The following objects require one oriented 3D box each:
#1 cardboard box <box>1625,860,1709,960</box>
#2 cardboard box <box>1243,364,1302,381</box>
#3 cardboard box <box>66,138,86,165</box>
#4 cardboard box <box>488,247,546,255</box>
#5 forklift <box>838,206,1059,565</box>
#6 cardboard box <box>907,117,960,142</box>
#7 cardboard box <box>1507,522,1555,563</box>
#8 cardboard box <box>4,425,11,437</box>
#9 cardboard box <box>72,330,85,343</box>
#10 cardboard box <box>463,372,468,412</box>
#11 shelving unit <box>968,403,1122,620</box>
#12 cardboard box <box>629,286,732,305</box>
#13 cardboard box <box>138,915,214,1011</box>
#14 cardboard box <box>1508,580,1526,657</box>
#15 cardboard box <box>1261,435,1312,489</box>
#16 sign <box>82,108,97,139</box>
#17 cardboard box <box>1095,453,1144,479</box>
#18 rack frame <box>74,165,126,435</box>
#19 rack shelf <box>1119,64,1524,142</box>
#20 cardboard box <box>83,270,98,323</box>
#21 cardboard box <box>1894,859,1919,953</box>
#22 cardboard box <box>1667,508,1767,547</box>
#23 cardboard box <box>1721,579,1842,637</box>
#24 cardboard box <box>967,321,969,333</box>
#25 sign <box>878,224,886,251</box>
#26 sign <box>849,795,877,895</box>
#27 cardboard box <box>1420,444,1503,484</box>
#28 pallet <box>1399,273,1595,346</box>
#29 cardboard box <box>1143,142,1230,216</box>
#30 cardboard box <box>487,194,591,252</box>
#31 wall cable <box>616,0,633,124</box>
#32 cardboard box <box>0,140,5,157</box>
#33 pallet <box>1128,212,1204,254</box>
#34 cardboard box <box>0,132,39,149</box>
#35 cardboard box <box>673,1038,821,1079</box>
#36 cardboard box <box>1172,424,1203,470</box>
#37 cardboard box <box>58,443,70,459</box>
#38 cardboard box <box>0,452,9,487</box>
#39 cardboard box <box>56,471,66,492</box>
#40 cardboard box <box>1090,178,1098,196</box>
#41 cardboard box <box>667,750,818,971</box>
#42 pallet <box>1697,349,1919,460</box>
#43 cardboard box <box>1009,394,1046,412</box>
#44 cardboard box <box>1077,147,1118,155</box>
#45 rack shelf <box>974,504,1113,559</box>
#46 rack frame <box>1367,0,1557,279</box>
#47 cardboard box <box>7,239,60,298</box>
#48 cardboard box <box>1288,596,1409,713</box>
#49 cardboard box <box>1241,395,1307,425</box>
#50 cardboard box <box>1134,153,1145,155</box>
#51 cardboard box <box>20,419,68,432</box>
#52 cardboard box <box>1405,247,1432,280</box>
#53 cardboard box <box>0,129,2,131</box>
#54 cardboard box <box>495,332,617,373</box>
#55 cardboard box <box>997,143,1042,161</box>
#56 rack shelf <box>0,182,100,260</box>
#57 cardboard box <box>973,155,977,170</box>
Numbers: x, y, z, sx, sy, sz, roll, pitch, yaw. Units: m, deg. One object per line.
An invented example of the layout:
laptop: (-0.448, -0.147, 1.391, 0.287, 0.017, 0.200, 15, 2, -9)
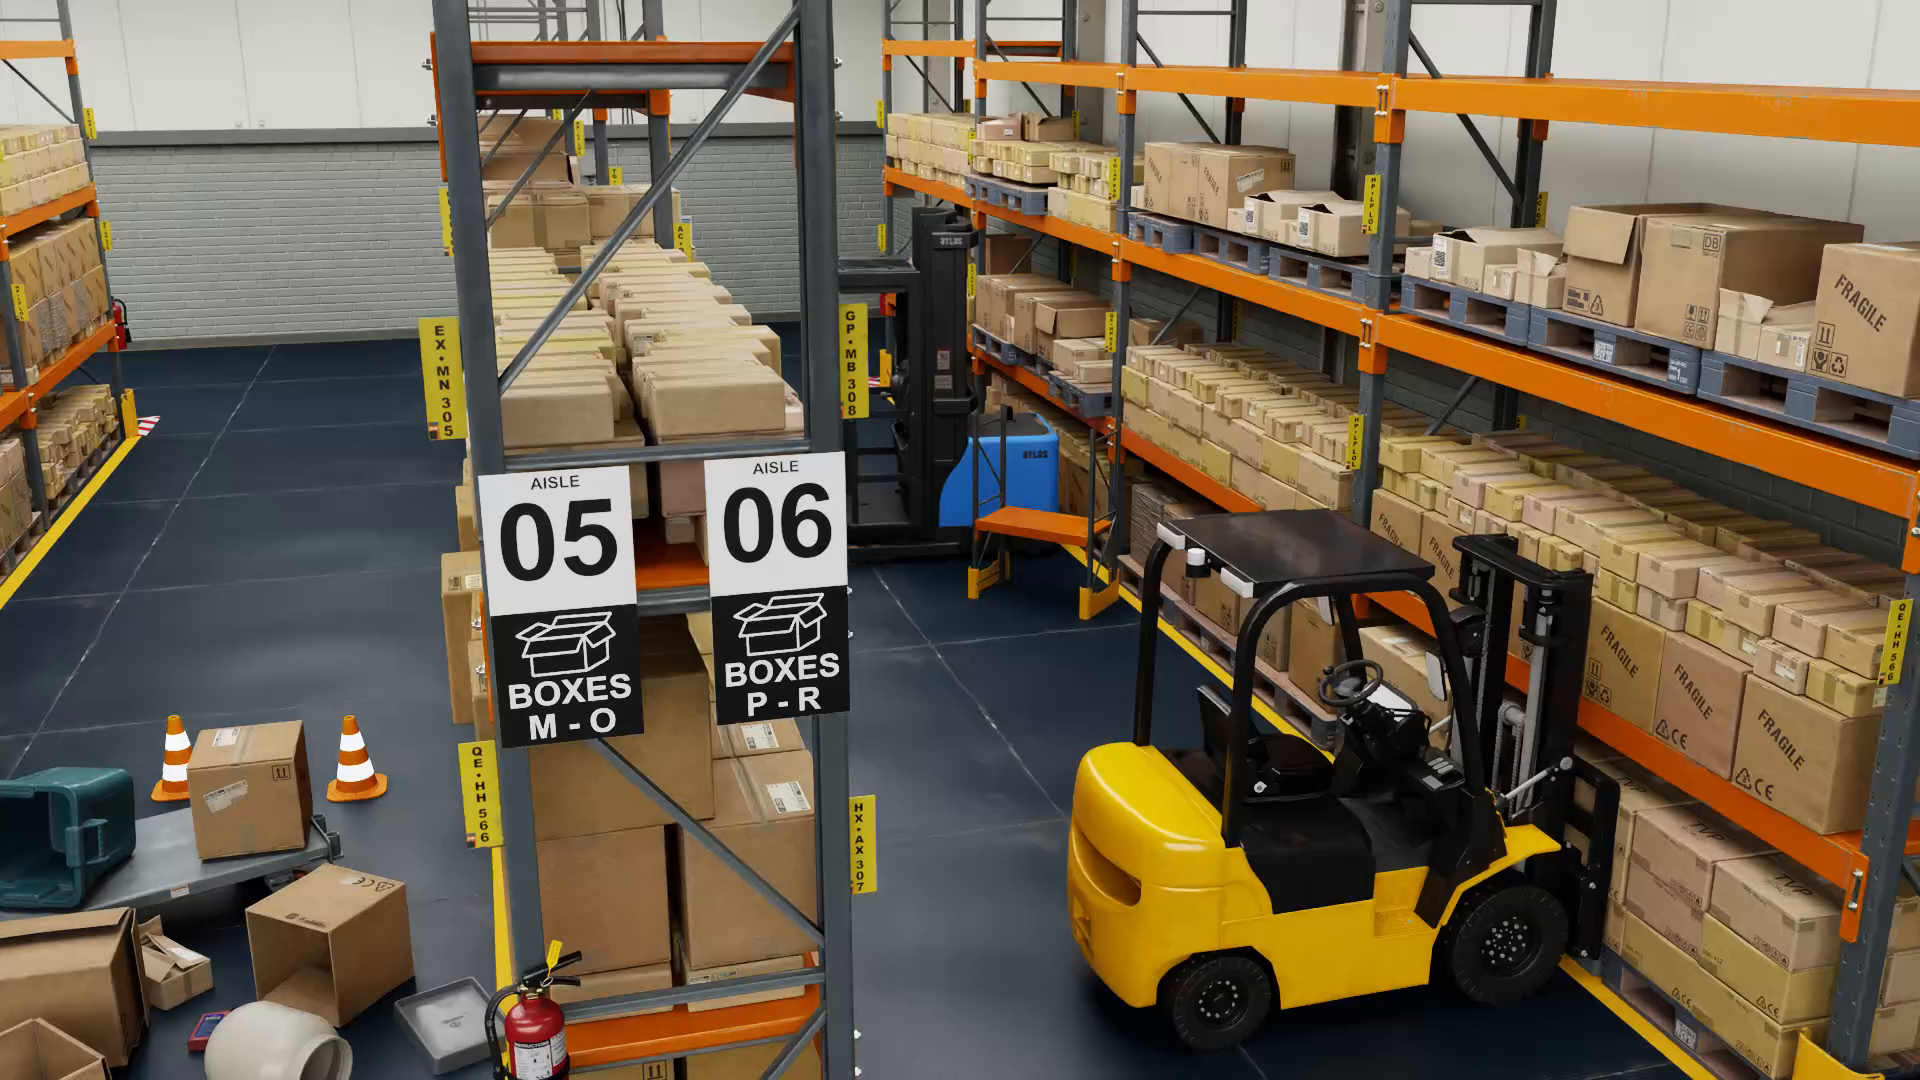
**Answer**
cardboard box: (3.381, 1.629, 7.495, 0.500, 0.250, 0.500, -5, 17, -16)
cardboard box: (2.351, -1.214, 12.479, 0.380, 0.149, 0.250, -5, 17, -16)
cardboard box: (-9.587, -4.107, 17.590, 0.500, 0.250, 0.500, -5, 18, -17)
cardboard box: (-2.156, -1.296, 7.888, 0.380, 0.149, 0.250, -5, 17, -16)
forklift: (-0.697, -1.350, 14.353, 3.031, 2.935, 1.130, -2, 17, -7)
cardboard box: (-0.301, -4.747, 19.203, 0.500, 0.250, 0.500, -5, 17, -16)
cardboard box: (3.002, 0.003, 8.428, 0.380, 0.149, 0.250, -5, 18, -17)
cardboard box: (-9.636, -1.058, 16.450, 0.380, 0.149, 0.250, -5, 18, -17)
cardboard box: (-9.344, -2.139, 17.294, 0.380, 0.149, 0.250, -6, 18, -18)
cardboard box: (-1.513, -0.514, 5.979, 0.500, 0.250, 0.500, -4, 17, -14)
shelving unit: (0.669, -0.249, 13.173, 1.083, 1.500, 0.587, 9, 19, 29)
cardboard box: (-1.113, -0.917, 6.627, 0.380, 0.149, 0.250, -4, 17, -15)
cardboard box: (-3.768, 1.994, 7.853, 0.396, 0.266, 0.258, 11, 20, 32)
cardboard box: (3.013, 0.274, 8.651, 0.500, 0.500, 0.500, -5, 17, -16)
cardboard box: (2.314, -0.529, 10.891, 0.500, 0.250, 0.500, -5, 17, -17)
sign: (-9.419, -4.510, 17.997, 0.100, 0.325, 0.005, -5, 17, -15)
cardboard box: (1.365, -0.642, 14.362, 0.380, 0.149, 0.250, -6, 18, -18)
rack frame: (-9.958, -2.611, 18.429, 1.000, 3.000, 0.127, -5, 17, -15)
rack shelf: (2.294, -2.994, 11.224, 1.077, 0.370, 4.000, -5, 17, -15)
cardboard box: (-9.450, -2.554, 17.550, 0.500, 0.500, 0.500, -5, 17, -16)
cardboard box: (3.992, 1.491, 7.085, 0.500, 0.250, 0.500, -5, 17, -16)
cardboard box: (3.658, -0.038, 8.048, 0.380, 0.149, 0.250, -5, 17, -15)
cardboard box: (3.446, 0.283, 6.978, 0.380, 0.149, 0.250, -4, 17, -14)
cardboard box: (0.222, -2.335, 17.948, 0.380, 0.149, 0.250, -4, 17, -14)
sign: (-0.976, -3.795, 20.867, 0.100, 0.325, 0.005, -5, 17, -15)
sign: (-0.307, 0.938, 5.109, 0.100, 0.325, 0.005, -5, 17, -15)
cardboard box: (2.821, -0.430, 9.350, 0.380, 0.149, 0.250, -4, 17, -14)
pallet: (3.102, -1.264, 8.887, 1.003, 0.211, 1.213, -5, 17, -15)
cardboard box: (1.709, -2.724, 12.516, 0.500, 0.500, 0.500, -5, 17, -15)
cardboard box: (-2.210, -1.666, 8.732, 0.500, 0.250, 0.500, -4, 17, -14)
wall cable: (-3.648, -7.741, 25.014, 2.988, 3.039, 0.133, -5, 17, -15)
cardboard box: (-8.748, -3.477, 14.797, 0.380, 0.149, 0.250, -5, 18, -18)
pallet: (2.016, -2.376, 12.762, 1.213, 0.211, 1.003, -4, 17, -13)
cardboard box: (-9.105, -3.838, 15.998, 0.380, 0.149, 0.250, -5, 17, -17)
cardboard box: (-0.792, 1.901, 6.156, 0.500, 0.500, 0.500, -5, 18, -17)
cardboard box: (1.913, -0.715, 12.379, 0.500, 0.250, 0.500, -5, 18, -17)
cardboard box: (-9.032, -0.888, 16.403, 0.380, 0.149, 0.250, -4, 17, -13)
cardboard box: (-8.282, -0.538, 13.841, 0.500, 0.250, 0.500, -4, 17, -13)
cardboard box: (-8.723, -0.540, 15.760, 0.380, 0.149, 0.250, -4, 17, -14)
cardboard box: (1.315, -2.993, 14.056, 0.380, 0.149, 0.250, -4, 17, -14)
cardboard box: (-0.693, 1.053, 5.543, 0.500, 0.500, 0.500, -5, 17, -16)
pallet: (3.773, -0.589, 6.640, 1.003, 0.211, 1.213, -5, 17, -15)
cardboard box: (0.719, -1.371, 16.789, 0.380, 0.149, 0.250, -6, 18, -18)
cardboard box: (1.288, -3.527, 15.280, 0.380, 0.149, 0.250, -4, 17, -14)
rack shelf: (0.677, -0.075, 13.220, 1.000, 0.185, 0.538, 9, 19, 29)
rack frame: (2.843, -2.977, 9.221, 1.000, 3.000, 0.127, -5, 17, -15)
cardboard box: (-9.014, -2.601, 15.969, 0.500, 0.500, 0.500, -4, 17, -14)
cardboard box: (2.689, 0.689, 10.843, 0.875, 0.625, 0.625, -4, 17, -13)
cardboard box: (2.156, -0.891, 11.402, 0.380, 0.149, 0.250, -5, 17, -15)
cardboard box: (1.619, -3.314, 14.606, 0.380, 0.149, 0.250, -5, 17, -15)
cardboard box: (-9.129, -1.099, 16.590, 0.380, 0.149, 0.250, -5, 18, -18)
cardboard box: (2.675, -1.521, 9.121, 0.380, 0.149, 0.250, -4, 17, -14)
cardboard box: (-9.792, -4.015, 16.589, 0.380, 0.149, 0.250, -4, 17, -14)
cardboard box: (-1.348, -0.590, 5.540, 0.380, 0.149, 0.250, -5, 17, -15)
cardboard box: (0.572, -3.697, 15.846, 0.380, 0.149, 0.250, -5, 17, -16)
rack shelf: (-9.408, -3.149, 16.259, 1.077, 0.370, 4.000, -5, 17, -15)
cardboard box: (0.344, -3.768, 16.601, 0.380, 0.149, 0.250, -4, 17, -14)
